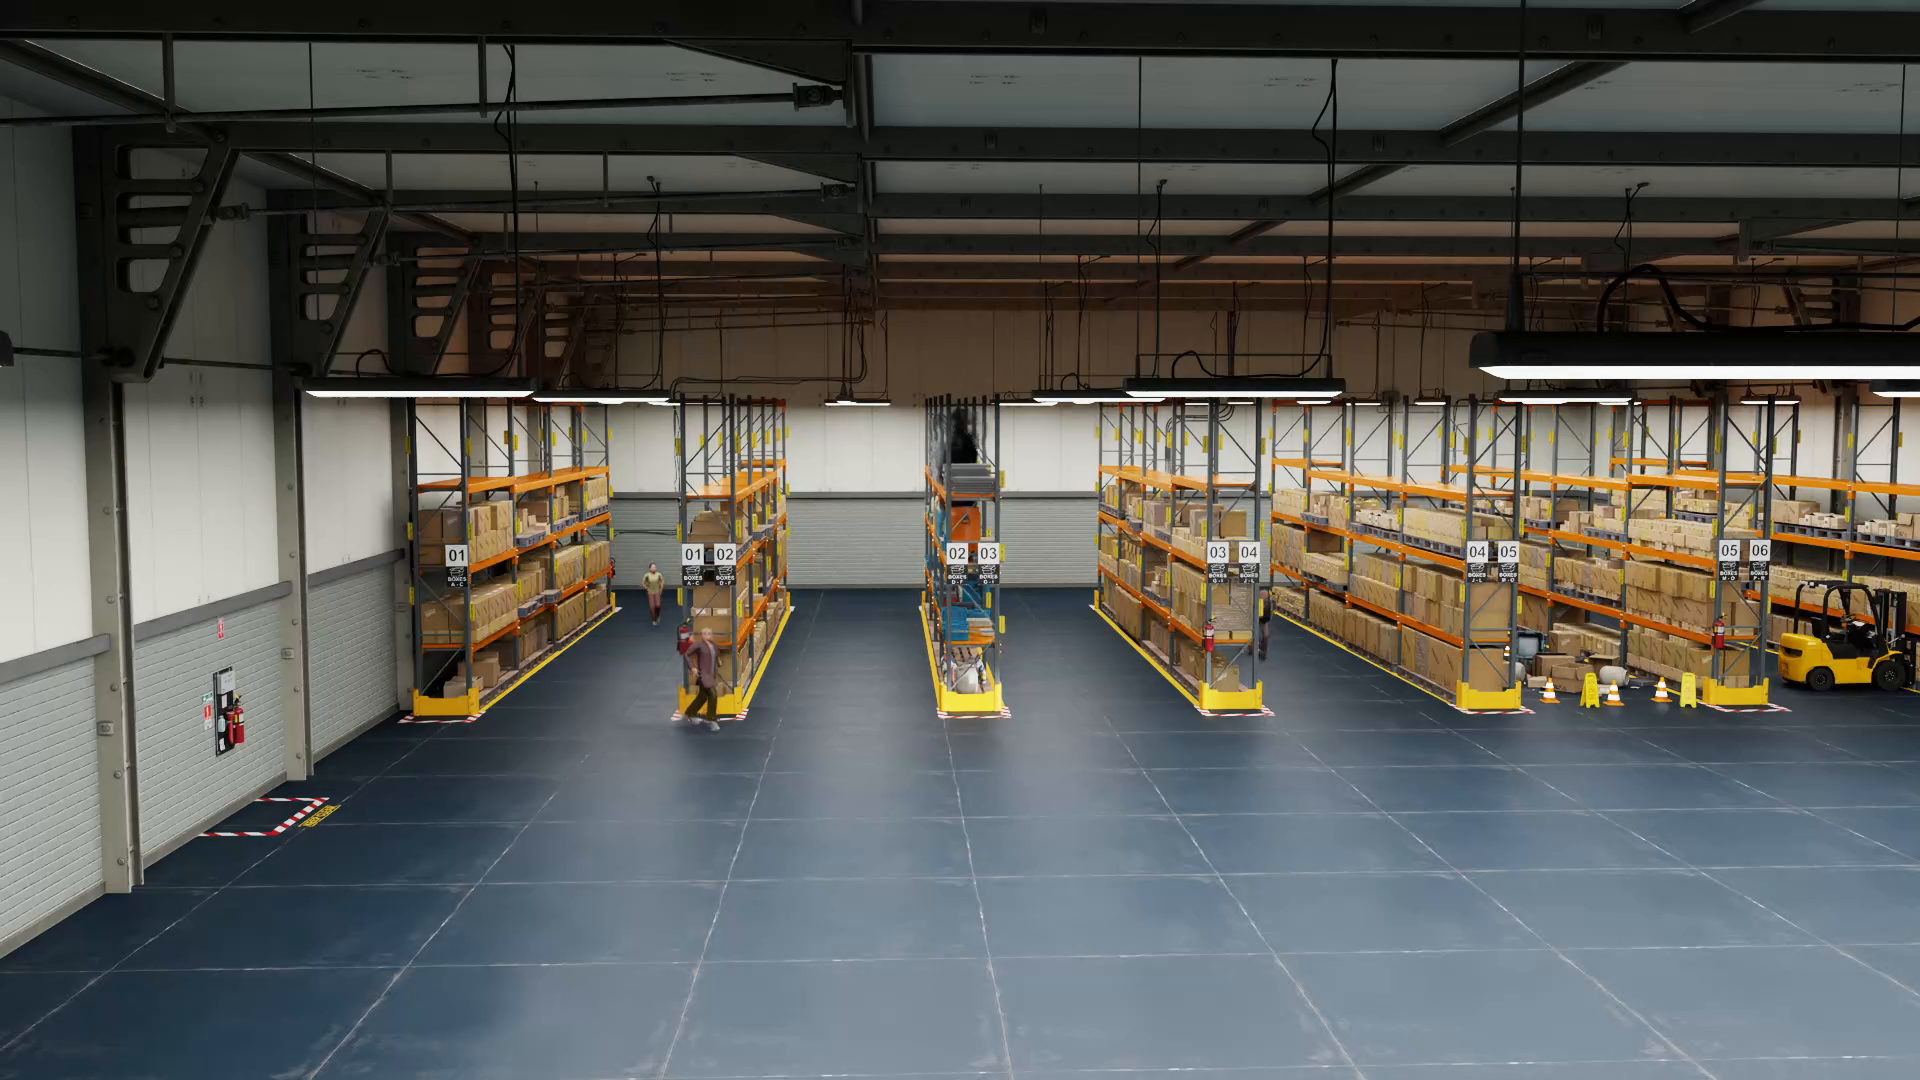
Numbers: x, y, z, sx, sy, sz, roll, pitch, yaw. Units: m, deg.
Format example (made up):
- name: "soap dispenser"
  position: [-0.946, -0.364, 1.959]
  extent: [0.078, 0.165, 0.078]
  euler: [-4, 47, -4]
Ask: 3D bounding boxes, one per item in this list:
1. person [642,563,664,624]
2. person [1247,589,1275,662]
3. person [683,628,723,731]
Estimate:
- name: "person"
  position: [-8.118, 1.429, 44.029]
  extent: [0.586, 1.636, 0.516]
  euler: [-1, 5, -14]
- name: "person"
  position: [6.845, 1.928, 38.041]
  extent: [0.701, 1.682, 0.992]
  euler: [-1, 5, -10]
- name: "person"
  position: [-4.587, 2.478, 29.875]
  extent: [0.856, 1.821, 0.709]
  euler: [2, 5, 22]
